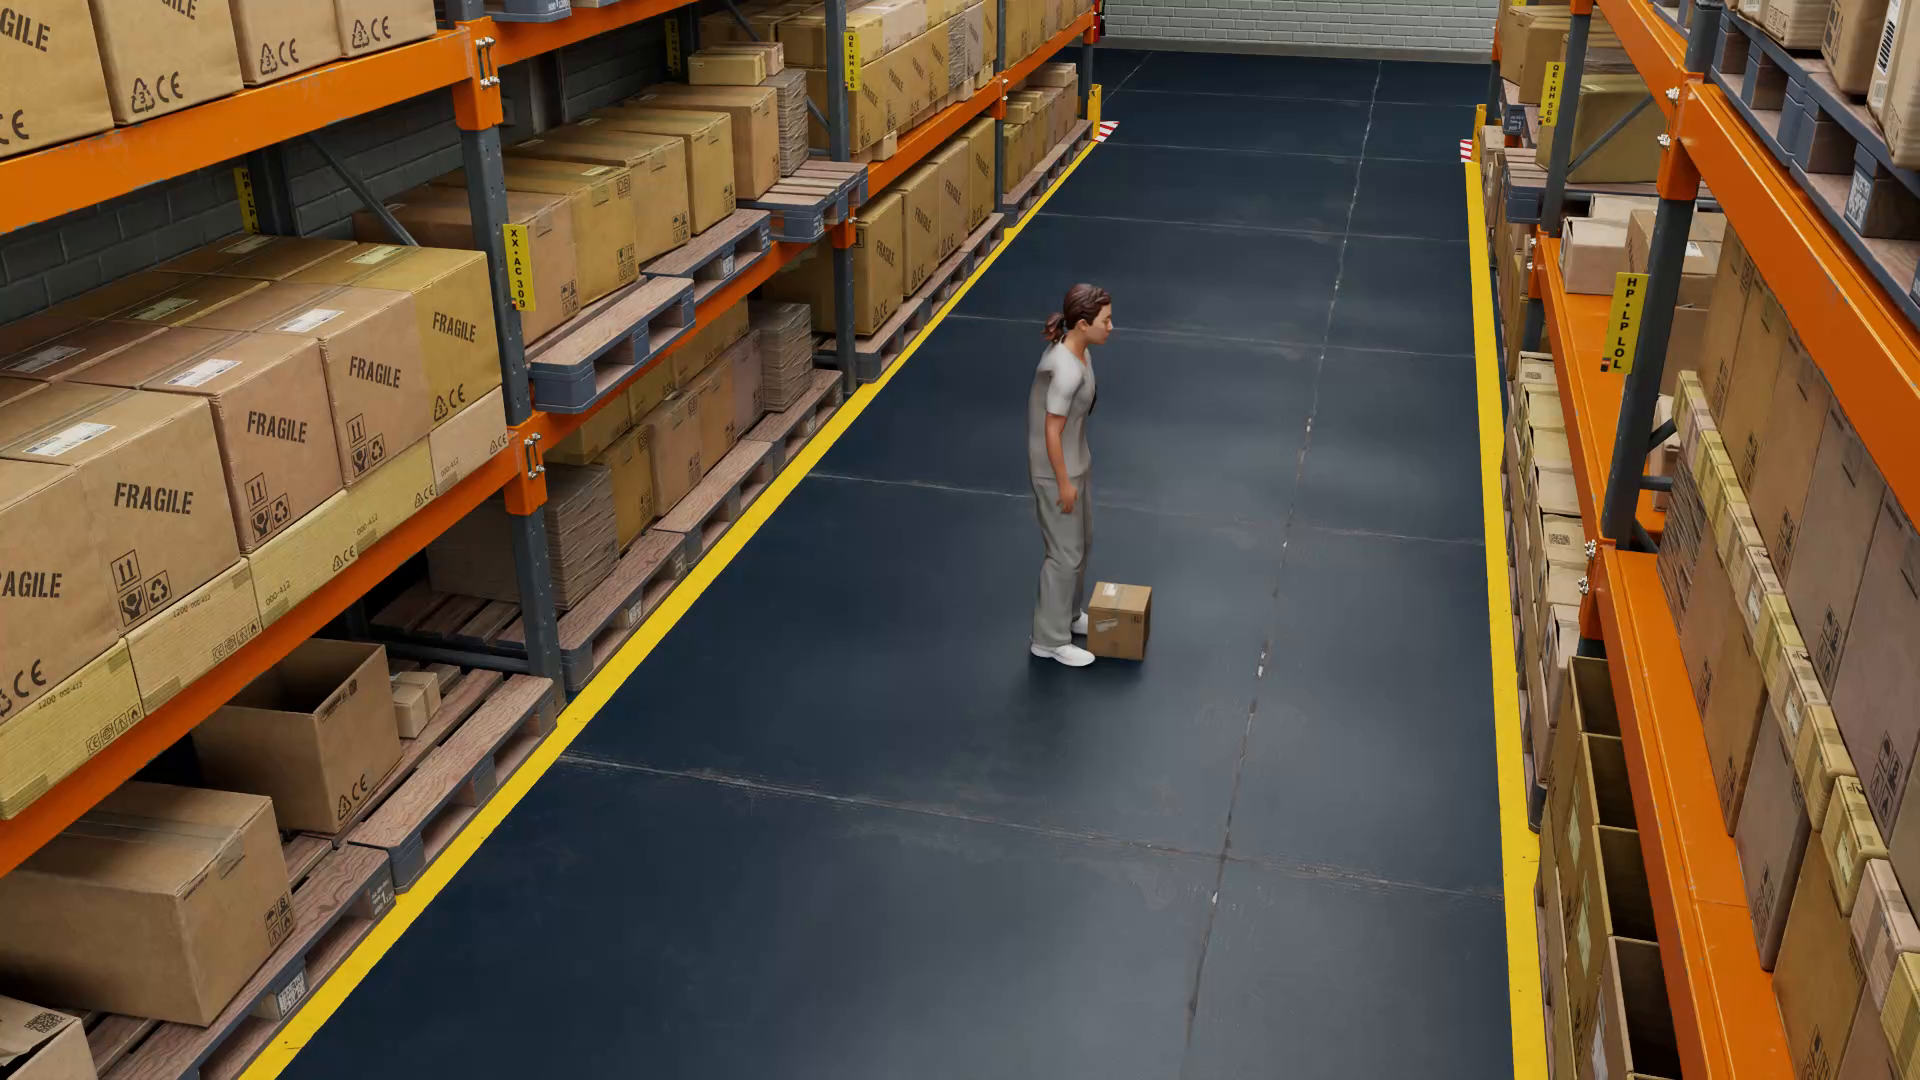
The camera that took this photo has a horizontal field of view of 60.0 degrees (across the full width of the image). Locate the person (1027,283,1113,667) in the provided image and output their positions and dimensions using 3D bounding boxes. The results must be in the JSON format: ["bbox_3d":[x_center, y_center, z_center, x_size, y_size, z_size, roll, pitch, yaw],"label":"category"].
[{"bbox_3d":[0.472,-0.299,7.242,0.361,1.671,0.497,5,26,11],"label":"person"}]
